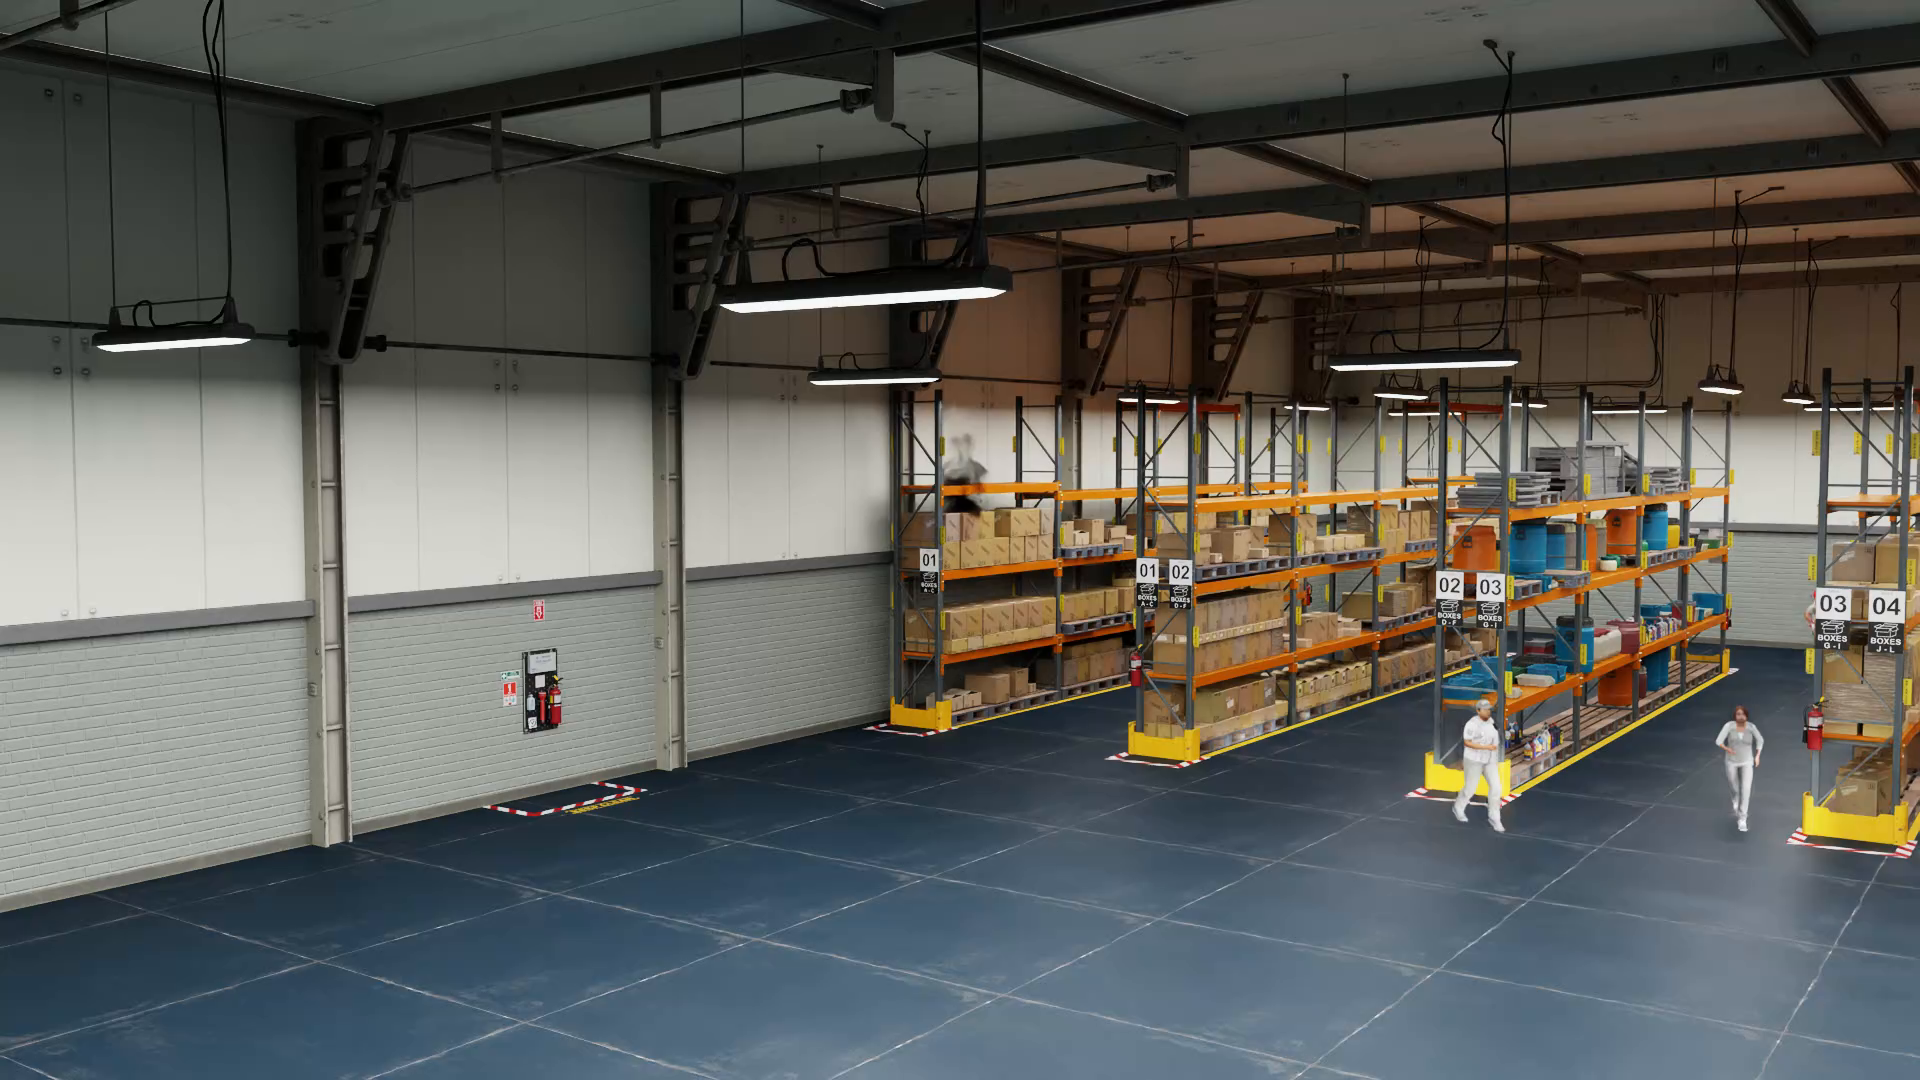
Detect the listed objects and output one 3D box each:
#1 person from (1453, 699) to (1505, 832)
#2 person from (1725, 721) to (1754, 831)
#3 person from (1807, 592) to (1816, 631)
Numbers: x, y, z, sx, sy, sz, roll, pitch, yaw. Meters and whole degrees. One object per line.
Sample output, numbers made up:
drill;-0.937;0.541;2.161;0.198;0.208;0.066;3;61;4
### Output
person;6.824;2.946;21.850;0.615;1.736;0.778;-1;4;-24
person;10.308;3.089;22.004;0.347;1.376;0.818;1;4;24
person;19.442;2.013;37.488;0.582;1.744;0.644;3;4;41
